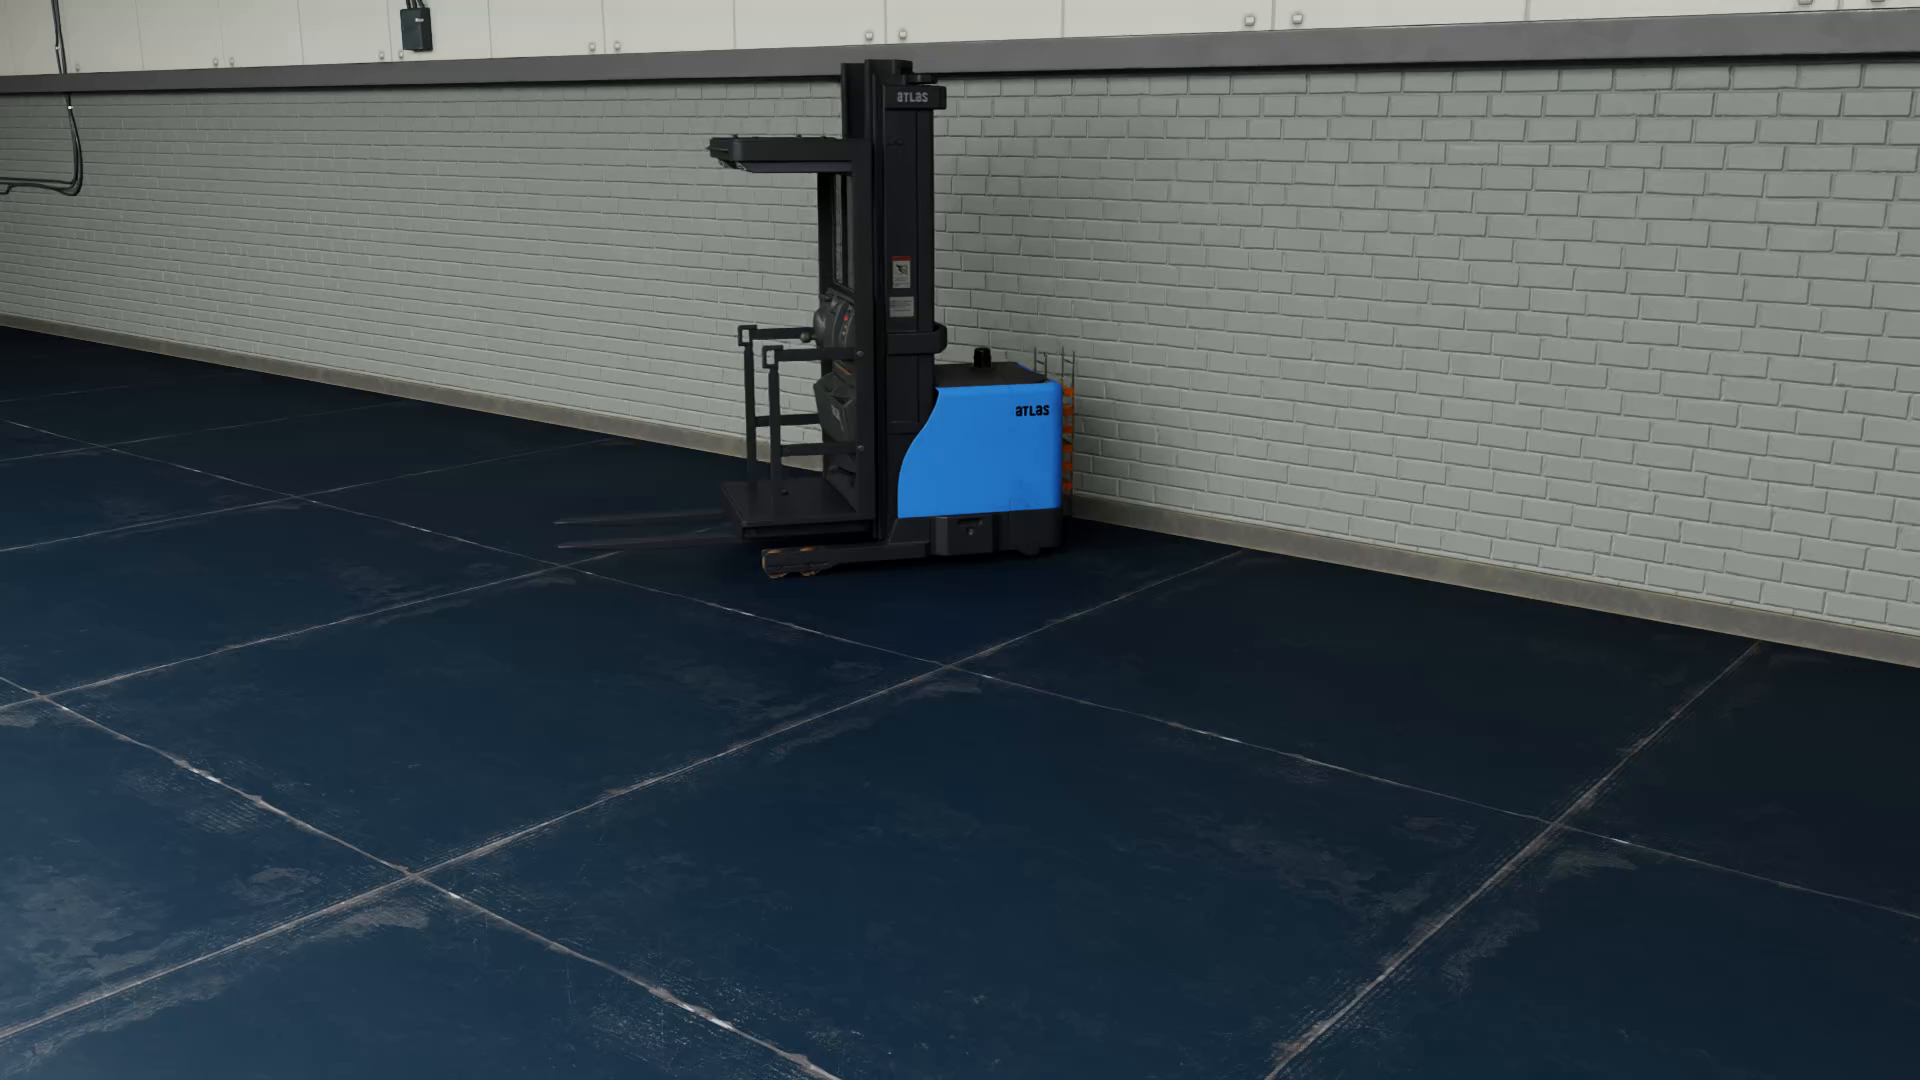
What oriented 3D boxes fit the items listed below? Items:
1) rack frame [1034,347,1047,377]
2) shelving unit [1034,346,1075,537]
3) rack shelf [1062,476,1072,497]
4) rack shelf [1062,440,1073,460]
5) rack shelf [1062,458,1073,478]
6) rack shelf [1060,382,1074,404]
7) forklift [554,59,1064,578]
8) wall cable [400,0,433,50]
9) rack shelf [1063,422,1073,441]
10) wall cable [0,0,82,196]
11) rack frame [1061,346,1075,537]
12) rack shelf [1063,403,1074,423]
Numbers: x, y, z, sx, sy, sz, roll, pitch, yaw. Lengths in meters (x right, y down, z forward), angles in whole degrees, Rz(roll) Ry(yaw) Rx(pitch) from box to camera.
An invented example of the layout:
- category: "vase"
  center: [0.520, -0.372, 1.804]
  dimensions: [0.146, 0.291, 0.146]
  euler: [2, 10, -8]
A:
- category: "rack frame"
  center: [0.510, -0.619, 10.625]
  dimensions: [0.006, 1.200, 0.240]
  euler: [-4, 15, -15]
- category: "shelving unit"
  center: [0.598, -0.625, 10.648]
  dimensions: [0.189, 1.200, 0.258]
  euler: [-4, 15, -15]
- category: "rack shelf"
  center: [0.598, -0.350, 10.718]
  dimensions: [0.180, 0.103, 0.258]
  euler: [-4, 15, -15]
- category: "rack shelf"
  center: [0.598, -0.582, 10.659]
  dimensions: [0.180, 0.103, 0.258]
  euler: [-4, 15, -15]
- category: "rack shelf"
  center: [0.598, -0.466, 10.688]
  dimensions: [0.180, 0.103, 0.258]
  euler: [-4, 15, -15]
- category: "rack shelf"
  center: [0.598, -0.931, 10.570]
  dimensions: [0.180, 0.103, 0.258]
  euler: [-4, 15, -15]
- category: "forklift"
  center: [-0.938, -1.340, 9.946]
  dimensions: [3.031, 2.935, 1.130]
  euler: [-4, 15, -15]
- category: "wall cable"
  center: [-4.056, -7.111, 13.432]
  dimensions: [2.305, 6.003, 0.169]
  euler: [11, 18, 38]
- category: "rack shelf"
  center: [0.598, -0.699, 10.629]
  dimensions: [0.180, 0.103, 0.258]
  euler: [-4, 15, -15]
- category: "wall cable"
  center: [-11.430, -5.430, 20.028]
  dimensions: [3.097, 2.526, 0.112]
  euler: [11, 18, 38]
- category: "rack frame"
  center: [0.686, -0.631, 10.671]
  dimensions: [0.006, 1.200, 0.240]
  euler: [-4, 15, -15]
- category: "rack shelf"
  center: [0.598, -0.815, 10.600]
  dimensions: [0.180, 0.103, 0.258]
  euler: [-4, 15, -15]
